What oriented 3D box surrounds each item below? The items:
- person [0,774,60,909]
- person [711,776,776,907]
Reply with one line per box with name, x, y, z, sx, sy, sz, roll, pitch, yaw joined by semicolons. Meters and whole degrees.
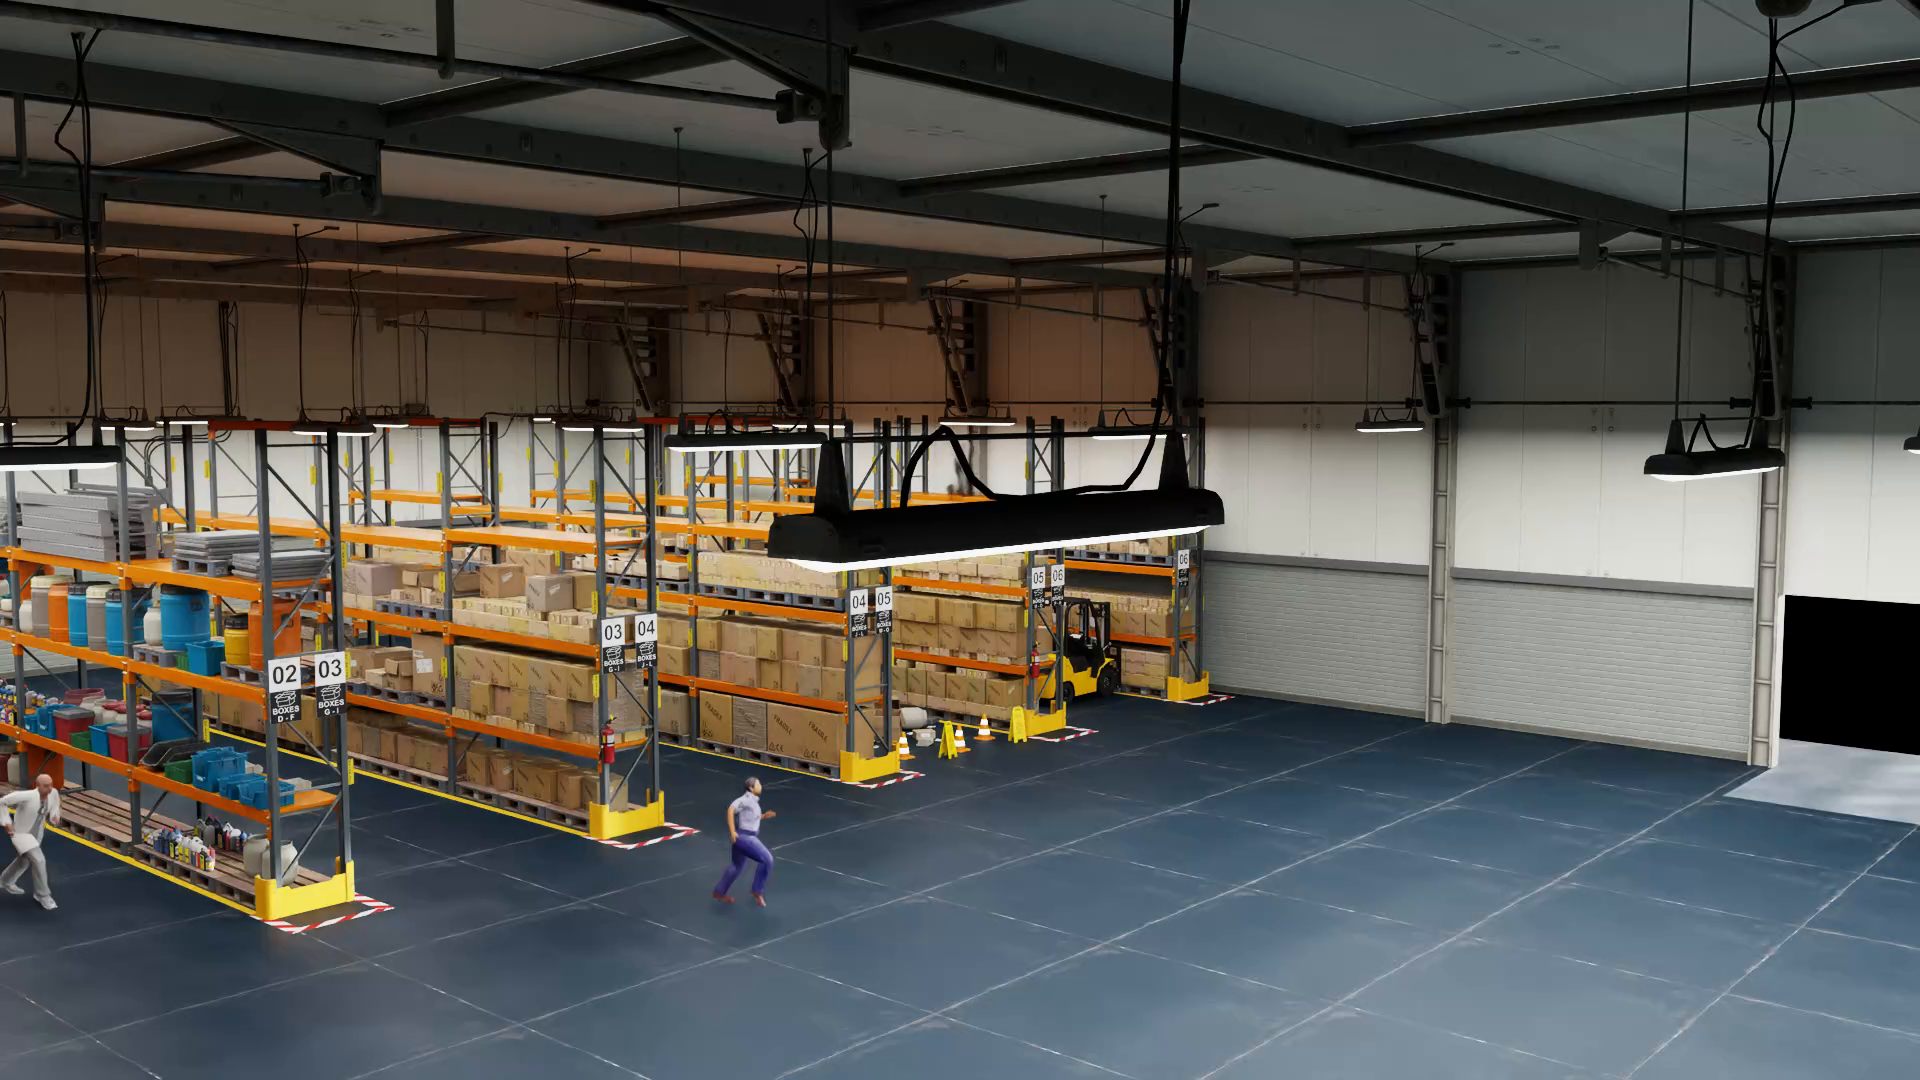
person;-11.783;3.773;20.921;1.048;1.736;0.748;2;5;23
person;-2.705;3.791;20.835;0.803;1.672;0.628;-1;5;-8
